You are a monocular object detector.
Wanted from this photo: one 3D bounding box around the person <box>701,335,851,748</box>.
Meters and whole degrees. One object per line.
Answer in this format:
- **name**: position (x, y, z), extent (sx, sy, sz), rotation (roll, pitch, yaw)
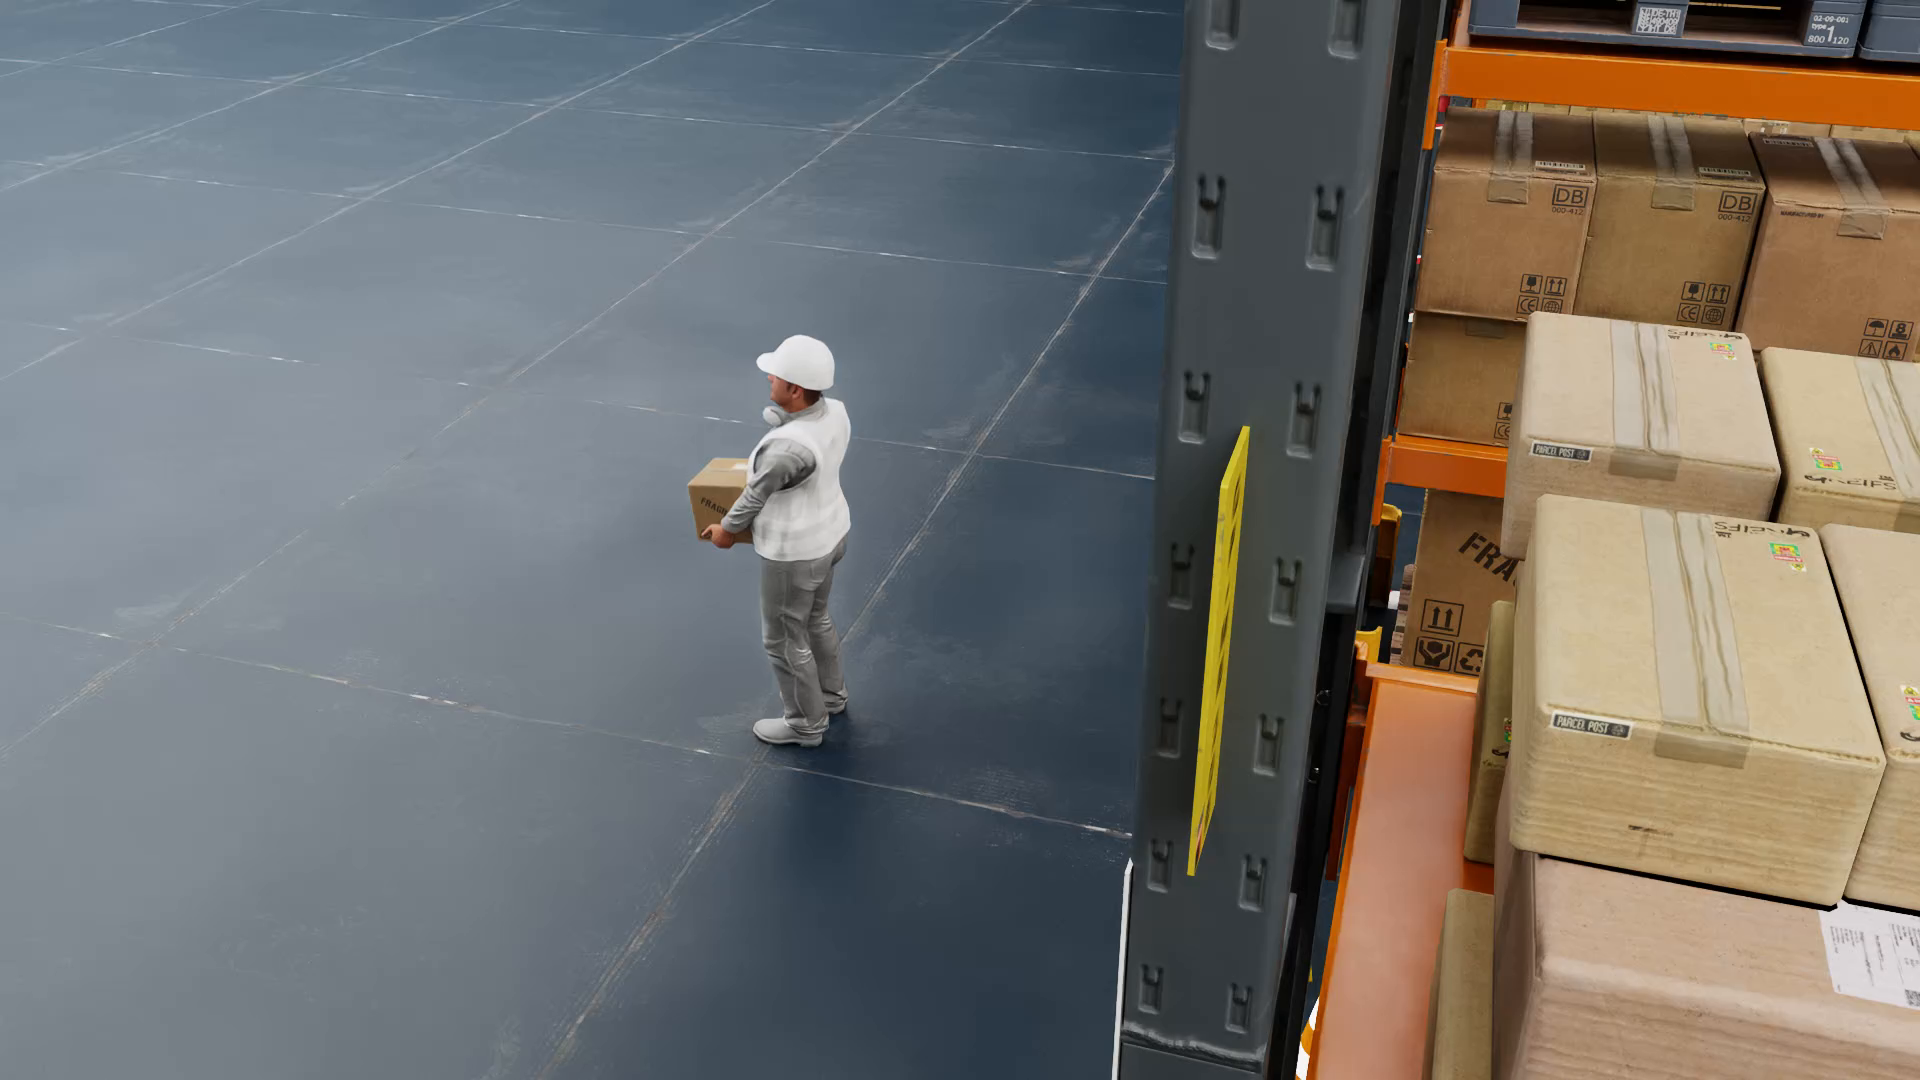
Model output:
- **person**: position (-0.726, -0.002, 6.611), extent (0.548, 1.764, 0.494), rotation (9, 30, 16)
